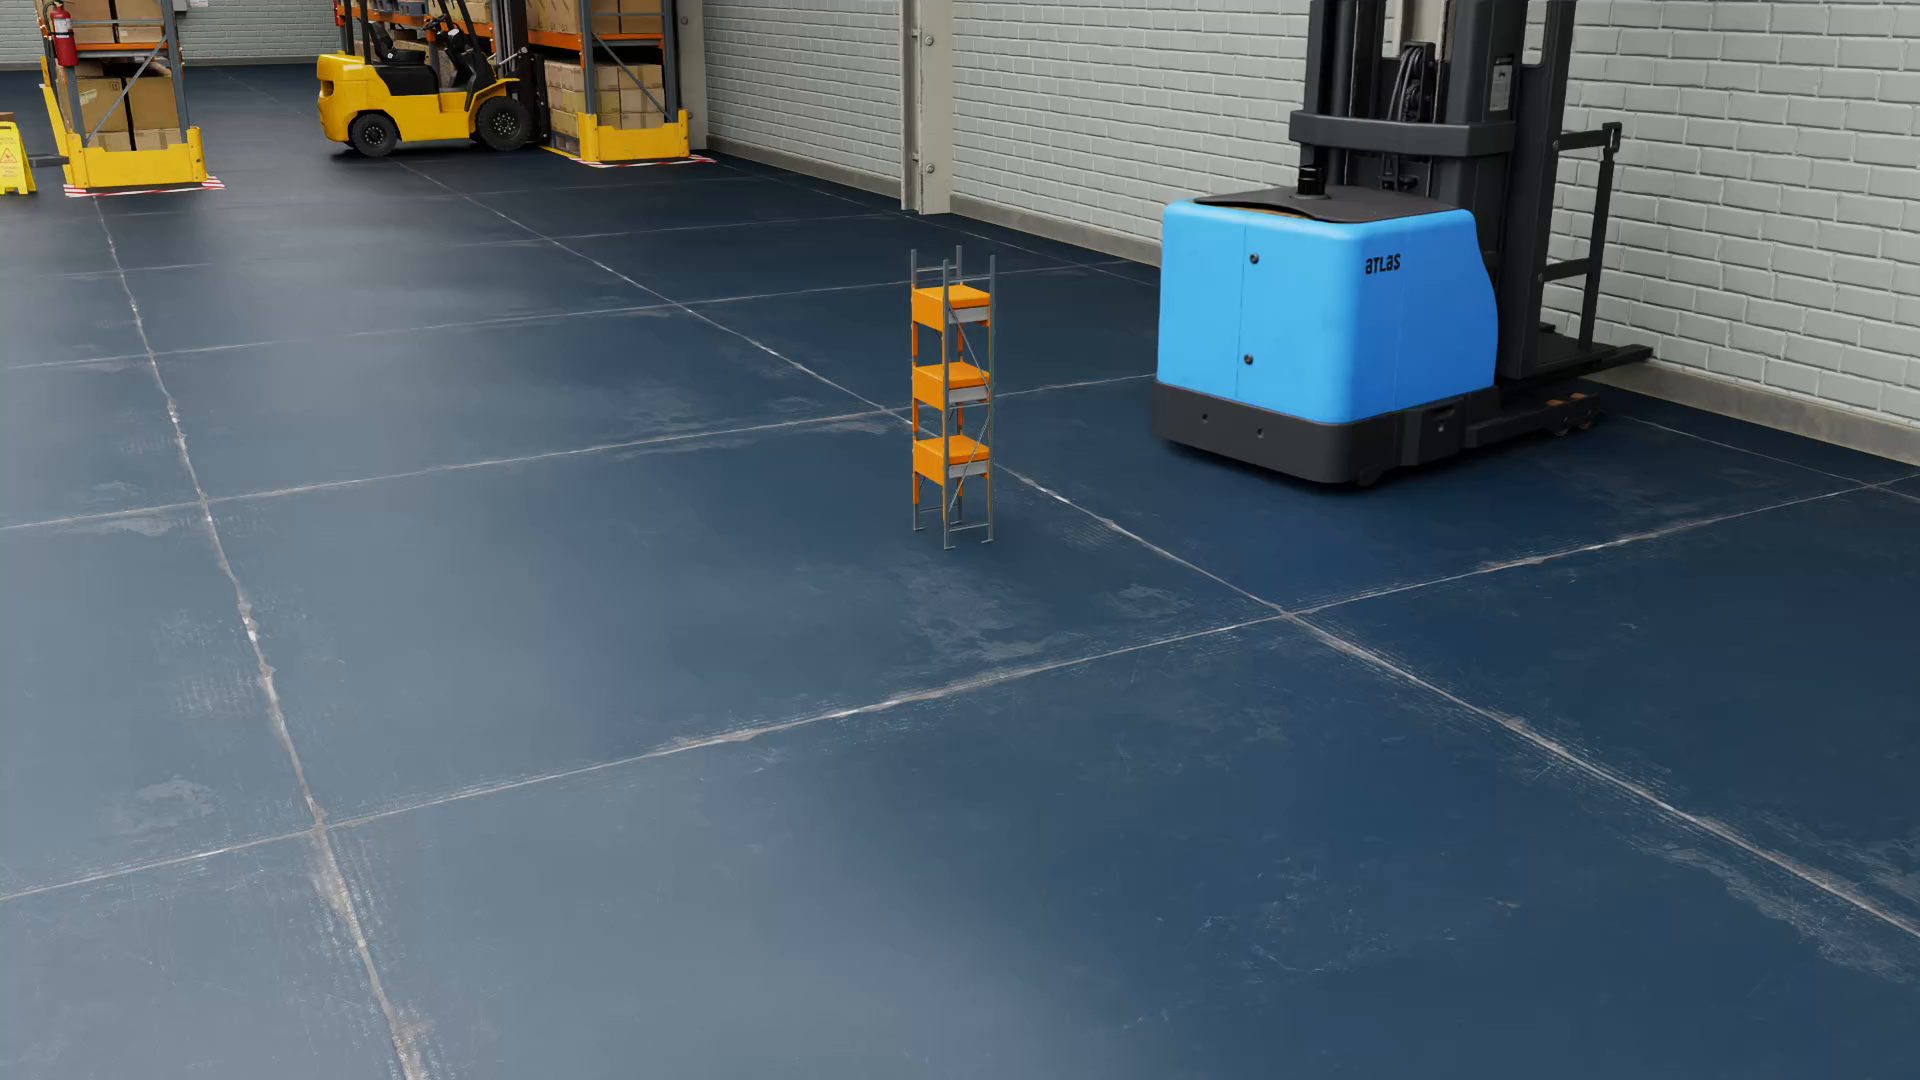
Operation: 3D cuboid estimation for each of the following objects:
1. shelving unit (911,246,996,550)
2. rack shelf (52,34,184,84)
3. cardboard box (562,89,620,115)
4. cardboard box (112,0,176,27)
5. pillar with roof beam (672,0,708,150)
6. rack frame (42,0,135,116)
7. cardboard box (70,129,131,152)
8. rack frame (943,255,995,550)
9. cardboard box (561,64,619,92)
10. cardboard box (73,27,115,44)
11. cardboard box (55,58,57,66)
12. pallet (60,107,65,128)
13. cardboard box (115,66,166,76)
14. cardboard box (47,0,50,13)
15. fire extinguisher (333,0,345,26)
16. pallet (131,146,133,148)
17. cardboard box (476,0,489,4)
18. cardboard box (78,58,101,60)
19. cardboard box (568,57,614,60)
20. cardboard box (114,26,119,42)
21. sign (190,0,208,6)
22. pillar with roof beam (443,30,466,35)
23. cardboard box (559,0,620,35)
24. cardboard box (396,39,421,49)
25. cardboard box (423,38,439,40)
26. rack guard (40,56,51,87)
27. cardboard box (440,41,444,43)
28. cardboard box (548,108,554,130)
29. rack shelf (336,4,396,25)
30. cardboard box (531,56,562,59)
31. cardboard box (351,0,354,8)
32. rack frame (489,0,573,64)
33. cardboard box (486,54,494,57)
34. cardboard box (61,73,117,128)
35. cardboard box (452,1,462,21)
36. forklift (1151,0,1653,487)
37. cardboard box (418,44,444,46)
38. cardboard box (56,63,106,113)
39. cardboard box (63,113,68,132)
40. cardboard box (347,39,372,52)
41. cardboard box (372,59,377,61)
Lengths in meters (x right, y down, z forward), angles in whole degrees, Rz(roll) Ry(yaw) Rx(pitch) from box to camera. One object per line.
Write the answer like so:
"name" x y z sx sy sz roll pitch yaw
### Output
"shelving unit" -0.025 -0.512 6.005 0.215 1.050 0.252 -10 21 -27
"rack shelf" -8.913 -5.119 17.470 1.077 0.370 4.000 -10 21 -27
"cardboard box" -4.103 -4.881 18.483 0.500 0.250 0.500 -10 22 -27
"cardboard box" -7.944 -5.252 16.143 0.500 0.500 0.500 -10 22 -27
"pillar with roof beam" -6.923 -8.163 15.993 9.100 9.000 0.400 -10 21 -27
"rack frame" -11.762 -7.181 22.345 1.000 3.000 0.127 -10 21 -27
"cardboard box" -8.595 -3.981 16.641 0.500 0.250 0.500 -10 21 -27
"rack frame" 0.033 -0.477 5.903 0.200 1.050 0.008 -10 21 -27
"cardboard box" -4.090 -5.110 18.380 0.500 0.250 0.500 -9 21 -25
"cardboard box" -8.329 -4.840 15.945 0.380 0.149 0.250 -9 21 -25
"cardboard box" -9.813 -5.337 18.426 0.380 0.149 0.250 -10 21 -26
"pallet" -11.392 -5.639 22.149 1.003 0.211 1.213 -10 21 -27
"cardboard box" -8.859 -4.866 18.057 0.500 0.500 0.500 -9 21 -24
"cardboard box" -8.932 -5.474 16.789 0.500 0.500 0.500 -10 21 -27
"fire extinguisher" -11.671 -10.006 31.220 0.296 0.674 0.183 -10 21 -27
"pallet" -8.929 -4.177 17.913 1.003 0.211 1.213 -10 21 -27
"cardboard box" -5.954 -7.070 21.485 0.500 0.250 0.500 -10 22 -28
"cardboard box" -8.923 -4.802 16.876 0.380 0.149 0.250 -10 21 -26
"cardboard box" -4.364 -5.630 19.886 0.500 0.250 0.500 -10 22 -28
"cardboard box" -8.075 -4.966 16.309 0.380 0.149 0.250 -10 21 -26
"sign" -16.005 -11.468 34.912 0.329 0.494 0.001 -10 21 -27
"pillar with roof beam" -12.621 -11.608 25.976 9.100 9.000 0.400 -10 21 -27
"cardboard box" -4.061 -5.803 18.196 0.500 0.500 0.500 -11 22 -28
"cardboard box" -9.027 -8.139 27.315 0.380 0.149 0.250 -11 22 -29
"cardboard box" -8.737 -8.287 27.744 0.380 0.149 0.250 -10 21 -27
"rack guard" -15.572 -8.303 29.428 1.175 0.500 0.348 -10 21 -27
"cardboard box" -8.121 -7.920 26.678 0.380 0.149 0.250 -11 22 -29
"cardboard box" -4.555 -4.929 19.388 0.500 0.250 0.500 -10 21 -26
"rack shelf" -10.245 -9.334 29.685 1.077 0.370 4.000 -10 21 -27
"cardboard box" -5.062 -5.698 20.083 0.500 0.250 0.500 -9 21 -25
"cardboard box" -10.712 -9.615 29.781 0.380 0.149 0.250 -11 22 -28
"rack frame" -5.496 -6.803 21.248 1.000 3.000 0.127 -10 21 -27
"cardboard box" -6.474 -6.466 23.270 0.875 0.625 0.625 -11 22 -29
"cardboard box" -8.824 -4.477 16.929 0.500 0.500 0.500 -9 21 -25
"cardboard box" -6.670 -7.274 22.843 0.500 0.250 0.500 -9 21 -25
"forklift" 2.299 -1.969 7.345 3.031 2.935 1.130 -15 24 -37
"cardboard box" -8.096 -7.533 25.558 0.380 0.149 0.250 -11 22 -28
"cardboard box" -9.820 -5.075 18.663 0.500 0.500 0.500 -9 21 -24
"cardboard box" -9.820 -4.721 18.785 0.500 0.250 0.500 -11 22 -29
"cardboard box" -10.987 -9.076 31.019 0.797 0.503 0.637 -11 22 -29
"cardboard box" -9.987 -8.223 28.910 0.396 0.266 0.258 -9 21 -25
